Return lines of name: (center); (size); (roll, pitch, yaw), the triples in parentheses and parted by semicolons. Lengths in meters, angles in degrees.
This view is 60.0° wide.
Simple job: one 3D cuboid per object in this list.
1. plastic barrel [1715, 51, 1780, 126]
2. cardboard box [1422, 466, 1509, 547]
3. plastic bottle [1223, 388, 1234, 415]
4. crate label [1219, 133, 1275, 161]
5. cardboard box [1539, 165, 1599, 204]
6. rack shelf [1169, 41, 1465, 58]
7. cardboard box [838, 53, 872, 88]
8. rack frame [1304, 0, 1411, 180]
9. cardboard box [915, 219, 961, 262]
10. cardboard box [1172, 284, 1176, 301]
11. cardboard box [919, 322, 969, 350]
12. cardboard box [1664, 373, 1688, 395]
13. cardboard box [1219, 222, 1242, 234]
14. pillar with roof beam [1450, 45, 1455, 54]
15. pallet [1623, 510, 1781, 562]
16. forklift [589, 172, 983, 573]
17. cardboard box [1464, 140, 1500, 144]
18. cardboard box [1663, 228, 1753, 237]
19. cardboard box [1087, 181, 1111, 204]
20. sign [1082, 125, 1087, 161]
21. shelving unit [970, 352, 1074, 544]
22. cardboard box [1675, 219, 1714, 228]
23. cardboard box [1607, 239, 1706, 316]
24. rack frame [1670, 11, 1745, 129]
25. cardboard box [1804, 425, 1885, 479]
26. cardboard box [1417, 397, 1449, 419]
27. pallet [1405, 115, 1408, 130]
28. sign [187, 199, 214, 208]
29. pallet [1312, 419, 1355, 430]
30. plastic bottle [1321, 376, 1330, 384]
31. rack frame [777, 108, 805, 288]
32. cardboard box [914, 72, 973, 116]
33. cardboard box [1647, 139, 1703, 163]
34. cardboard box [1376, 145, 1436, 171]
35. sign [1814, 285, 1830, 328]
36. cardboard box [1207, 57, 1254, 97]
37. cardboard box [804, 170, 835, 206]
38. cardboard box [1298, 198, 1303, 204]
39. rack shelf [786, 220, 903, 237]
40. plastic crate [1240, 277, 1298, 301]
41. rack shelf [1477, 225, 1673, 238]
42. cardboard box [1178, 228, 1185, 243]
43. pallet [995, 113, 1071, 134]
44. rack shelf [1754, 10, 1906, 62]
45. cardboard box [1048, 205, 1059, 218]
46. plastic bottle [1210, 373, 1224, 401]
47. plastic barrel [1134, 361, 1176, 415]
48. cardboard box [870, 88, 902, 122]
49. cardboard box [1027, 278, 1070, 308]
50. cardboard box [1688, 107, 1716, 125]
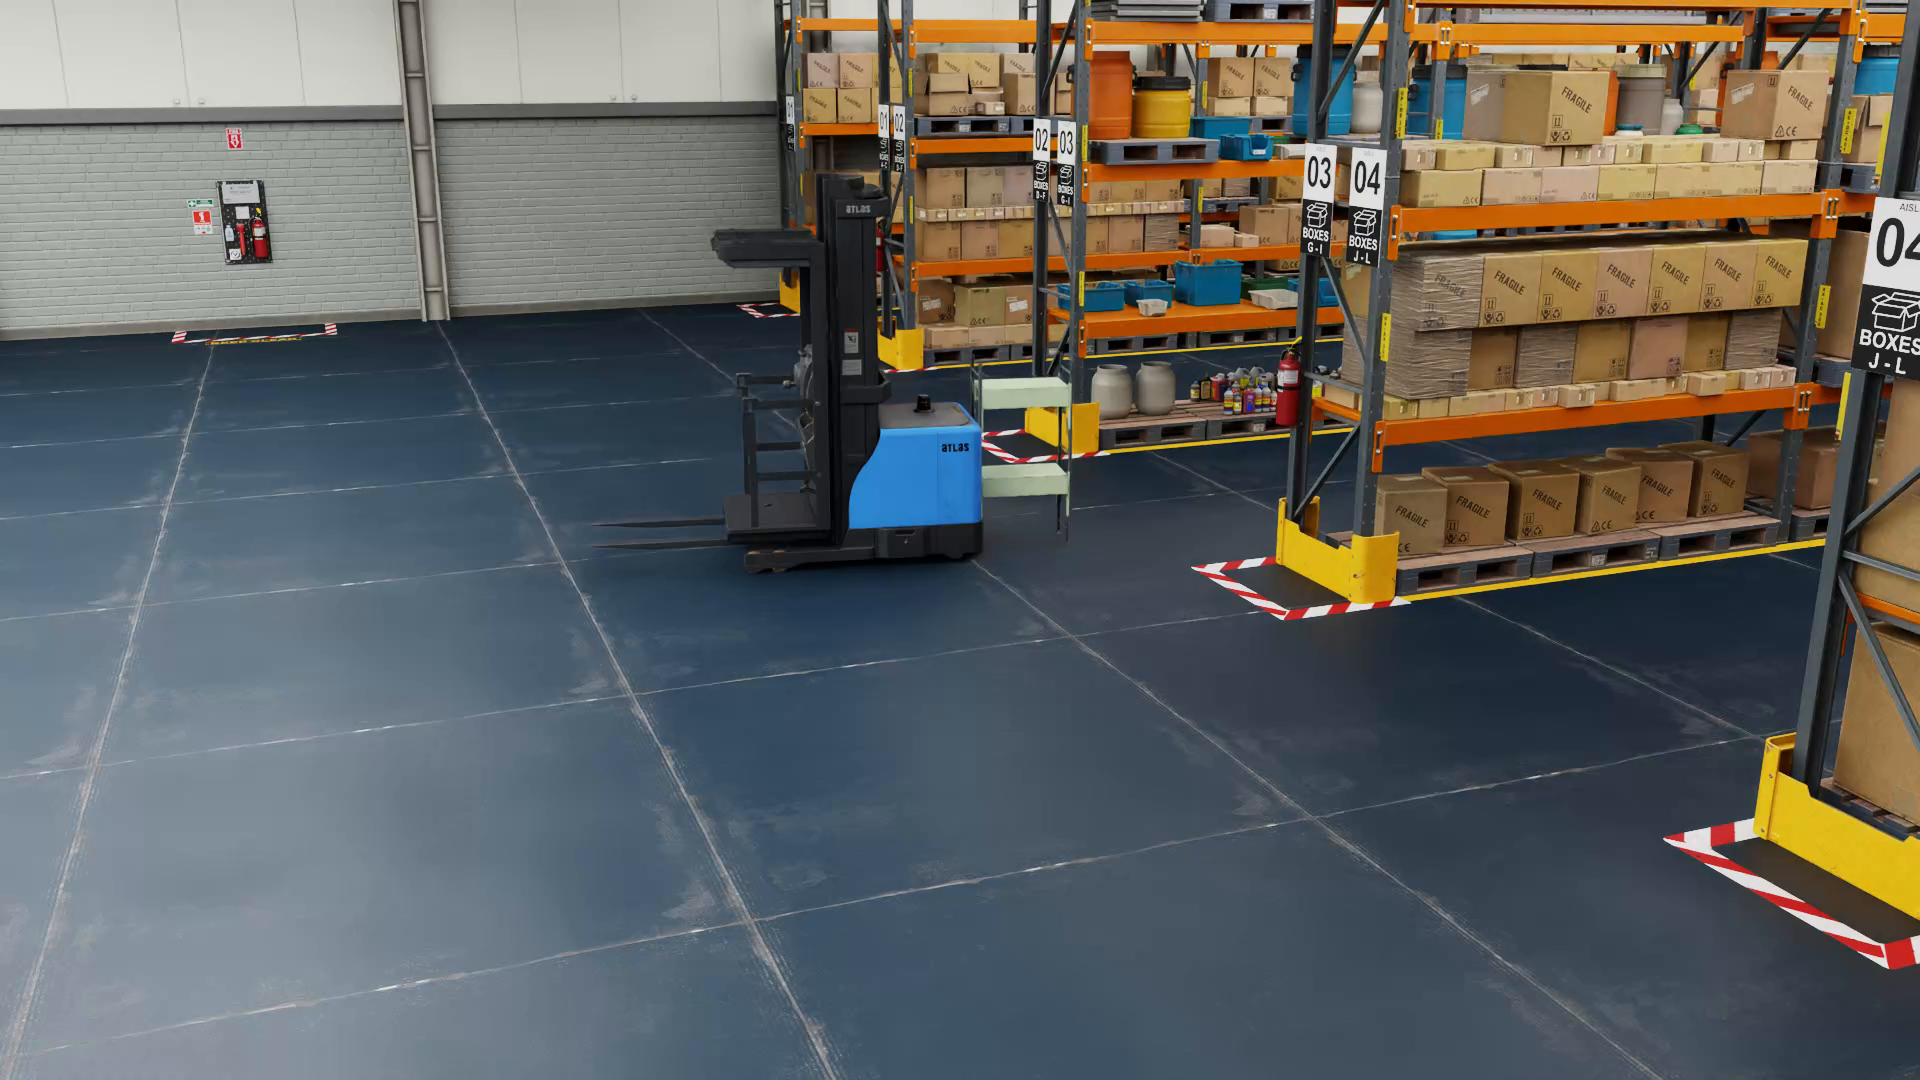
plastic barrel: (8.981, -5.147, 18.970); (0.708, 0.830, 0.600); (-6, 17, -20)
cardboard box: (3.887, -0.264, 12.864); (0.500, 0.500, 0.500); (-2, 16, -6)
plastic bottle: (2.784, -1.440, 17.239); (0.097, 0.271, 0.097); (0, 16, 0)
crate label: (2.845, -3.907, 16.519); (0.408, 0.251, 0.502); (-6, 17, -20)
cardboard box: (4.237, -2.584, 12.017); (0.500, 0.250, 0.500); (-6, 17, -20)
rack shelf: (4.813, -6.687, 22.385); (4.000, 0.370, 1.077); (-6, 17, -20)
cardboard box: (-1.632, -7.032, 24.911); (0.500, 0.500, 0.500); (-6, 18, -21)
rack frame: (2.752, -4.012, 11.291); (0.127, 3.000, 1.000); (-6, 17, -20)
cardboard box: (-0.349, -3.832, 21.148); (0.500, 0.500, 0.700); (-6, 17, -20)
cardboard box: (3.221, -3.412, 23.031); (0.500, 0.311, 0.500); (-6, 17, -20)
cardboard box: (-0.209, -2.618, 21.326); (0.500, 0.250, 0.500); (-6, 17, -20)
cardboard box: (5.425, -1.241, 12.945); (0.250, 0.149, 0.380); (-6, 17, -20)
cardboard box: (3.701, -4.216, 22.872); (0.258, 0.266, 0.396); (-7, 18, -21)
pillar with roof beam: (10.524, -8.297, 25.883); (0.400, 9.000, 9.100); (-6, 17, -20)
pallet: (5.872, -0.122, 13.640); (1.213, 0.211, 1.003); (-6, 17, -20)
forklift: (-1.385, -1.314, 12.869); (3.031, 2.935, 1.130); (-3, 17, -10)
cardboard box: (3.902, -2.878, 12.310); (0.250, 0.149, 0.380); (-6, 17, -19)
cardboard box: (5.976, -2.229, 13.386); (0.500, 0.500, 0.500); (-6, 17, -20)
cardboard box: (1.594, -4.666, 21.685); (0.500, 0.500, 0.700); (-6, 17, -20)
sign: (1.172, -3.735, 15.655); (0.005, 0.325, 0.100); (-6, 17, -20)
shelving unit: (0.488, -0.722, 13.395); (0.755, 1.500, 0.431); (-3, 17, -10)
cardboard box: (10.989, -4.978, 25.050); (0.500, 0.500, 0.500); (-6, 17, -19)
cardboard box: (5.231, -1.989, 12.568); (0.500, 0.500, 0.500); (-6, 17, -20)
rack frame: (8.450, -6.122, 18.475); (0.127, 3.000, 1.000); (-6, 17, -20)
cardboard box: (7.520, -0.648, 14.138); (0.500, 0.500, 0.700); (-6, 17, -20)
cardboard box: (3.343, -1.000, 12.124); (0.250, 0.149, 0.380); (-6, 17, -20)
pallet: (6.079, -5.804, 23.050); (1.003, 0.211, 1.213); (-5, 17, -18)
sign: (-10.691, -4.739, 23.408); (0.331, 0.109, 0.001); (-6, 17, -20)
pallet: (4.072, -1.446, 18.147); (1.213, 0.211, 1.003); (-6, 17, -20)
plastic bottle: (3.961, -1.621, 17.848); (0.135, 0.276, 0.152); (-6, 17, -20)
rack frame: (-2.566, -5.044, 25.450); (0.127, 3.000, 1.000); (-6, 17, -20)
cardboard box: (-0.251, -5.555, 20.690); (0.637, 0.503, 0.797); (-5, 17, -16)
cardboard box: (5.285, -2.895, 12.367); (0.250, 0.149, 0.380); (-5, 17, -18)
cardboard box: (3.092, -2.659, 11.566); (0.250, 0.149, 0.380); (-6, 18, -20)
sign: (6.688, -1.811, 12.904); (0.005, 0.325, 0.100); (-6, 17, -20)
cardboard box: (3.536, -6.124, 21.996); (0.500, 0.500, 0.500); (-6, 17, -19)
cardboard box: (-2.202, -5.445, 25.715); (0.500, 0.500, 0.500); (-6, 18, -21)
cardboard box: (5.812, -5.739, 28.229); (0.250, 0.149, 0.380); (-6, 17, -18)
rack shelf: (-0.698, -4.900, 26.238); (4.000, 0.370, 1.077); (-6, 17, -20)
plastic crate: (3.346, -2.676, 17.764); (0.662, 0.188, 0.450); (-6, 17, -20)
rack shelf: (8.548, -4.404, 24.548); (4.000, 0.370, 1.077); (-6, 17, -20)
cardboard box: (3.696, -5.095, 27.948); (0.500, 0.250, 0.500); (-6, 17, -19)
pallet: (1.021, -5.326, 21.245); (1.213, 0.211, 1.003); (-6, 17, -20)
rack shelf: (8.354, -4.080, 13.508); (4.000, 0.370, 1.077); (-6, 17, -20)
cardboard box: (1.090, -4.238, 21.376); (0.250, 0.149, 0.380); (-6, 17, -20)
plastic bottle: (2.783, -1.660, 17.981); (0.135, 0.276, 0.152); (-6, 17, -20)
plastic barrel: (2.035, -1.582, 17.332); (0.421, 0.512, 0.421); (0, 16, 0)
cardboard box: (-1.166, -6.607, 25.235); (0.500, 0.500, 0.500); (-5, 17, -18)
cardboard box: (1.192, -3.129, 21.733); (0.500, 0.500, 0.500); (-6, 17, -20)
cardboard box: (10.959, -6.302, 24.677); (0.500, 0.250, 0.500); (-6, 17, -20)
